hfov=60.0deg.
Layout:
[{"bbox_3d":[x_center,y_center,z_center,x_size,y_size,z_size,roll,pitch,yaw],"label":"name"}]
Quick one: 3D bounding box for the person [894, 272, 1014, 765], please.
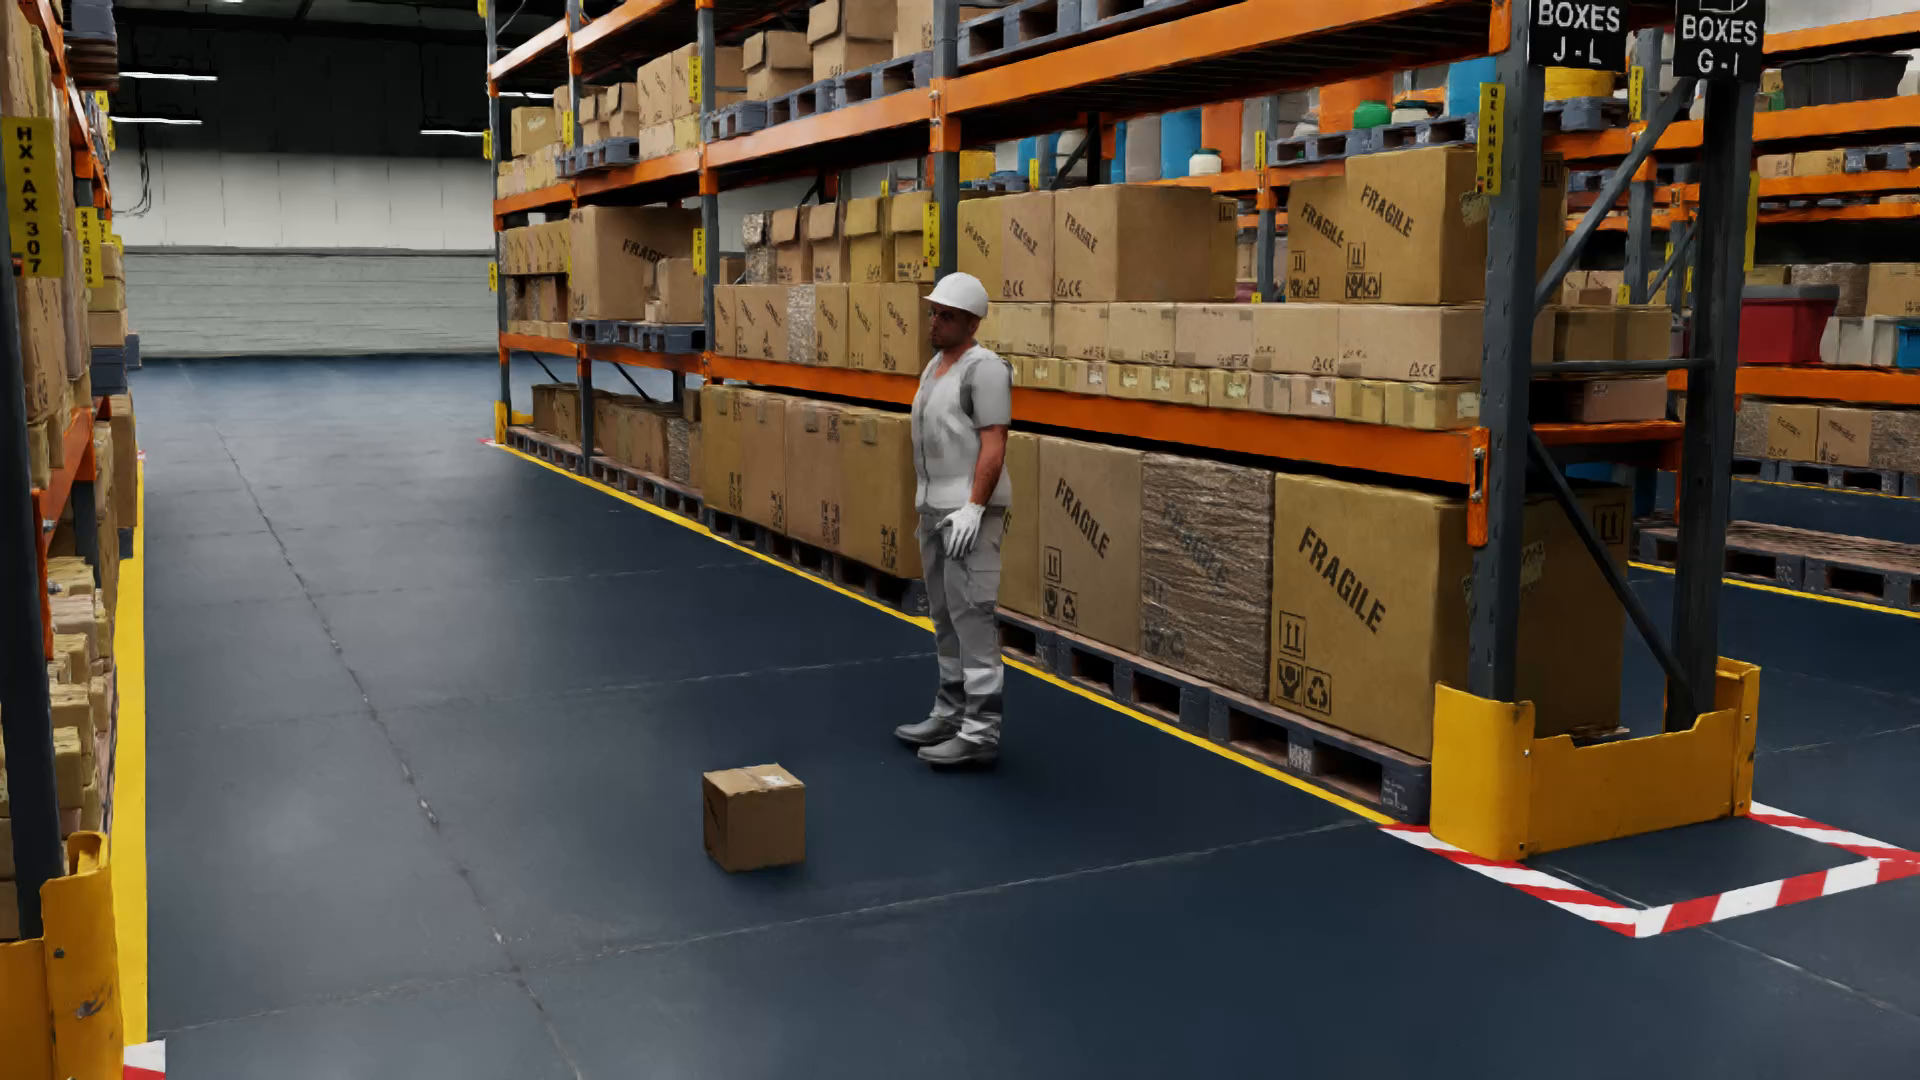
[{"bbox_3d":[-0.022,-0.083,6.149,0.385,1.795,0.577,-4,9,-27],"label":"person"}]
